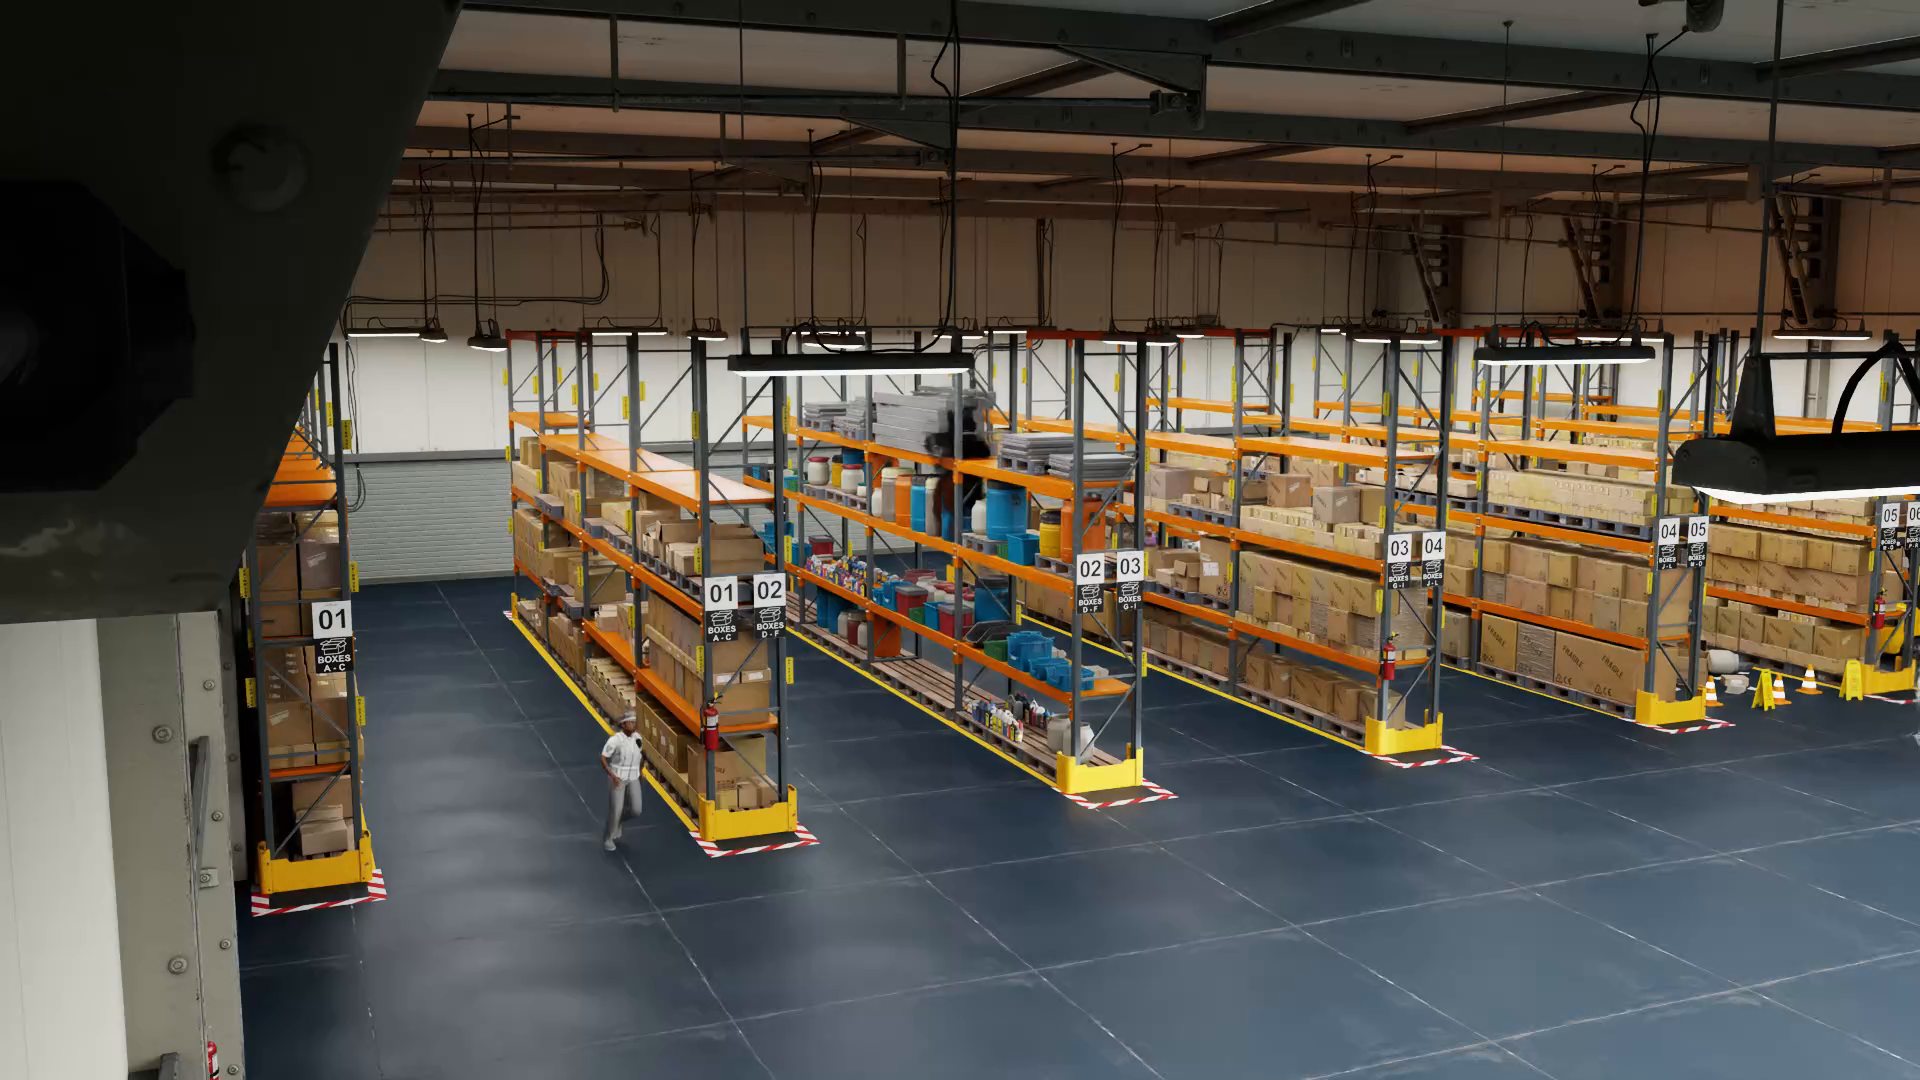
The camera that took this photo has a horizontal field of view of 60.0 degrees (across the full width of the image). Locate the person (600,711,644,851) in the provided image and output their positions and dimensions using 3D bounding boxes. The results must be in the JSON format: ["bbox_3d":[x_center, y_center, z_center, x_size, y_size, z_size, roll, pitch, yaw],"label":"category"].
[{"bbox_3d":[-3.969,2.847,19.824,0.632,1.640,0.501,-7,10,-40],"label":"person"}]

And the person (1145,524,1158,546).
[{"bbox_3d":[4.272,0.434,37.590,0.550,1.618,0.822,-2,8,-15],"label":"person"}]

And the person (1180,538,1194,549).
[{"bbox_3d":[5.856,-0.311,42.280,0.692,1.704,0.660,-3,8,-23],"label":"person"}]

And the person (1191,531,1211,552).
[{"bbox_3d":[5.292,0.601,35.886,0.646,1.723,0.609,-3,9,-24],"label":"person"}]
